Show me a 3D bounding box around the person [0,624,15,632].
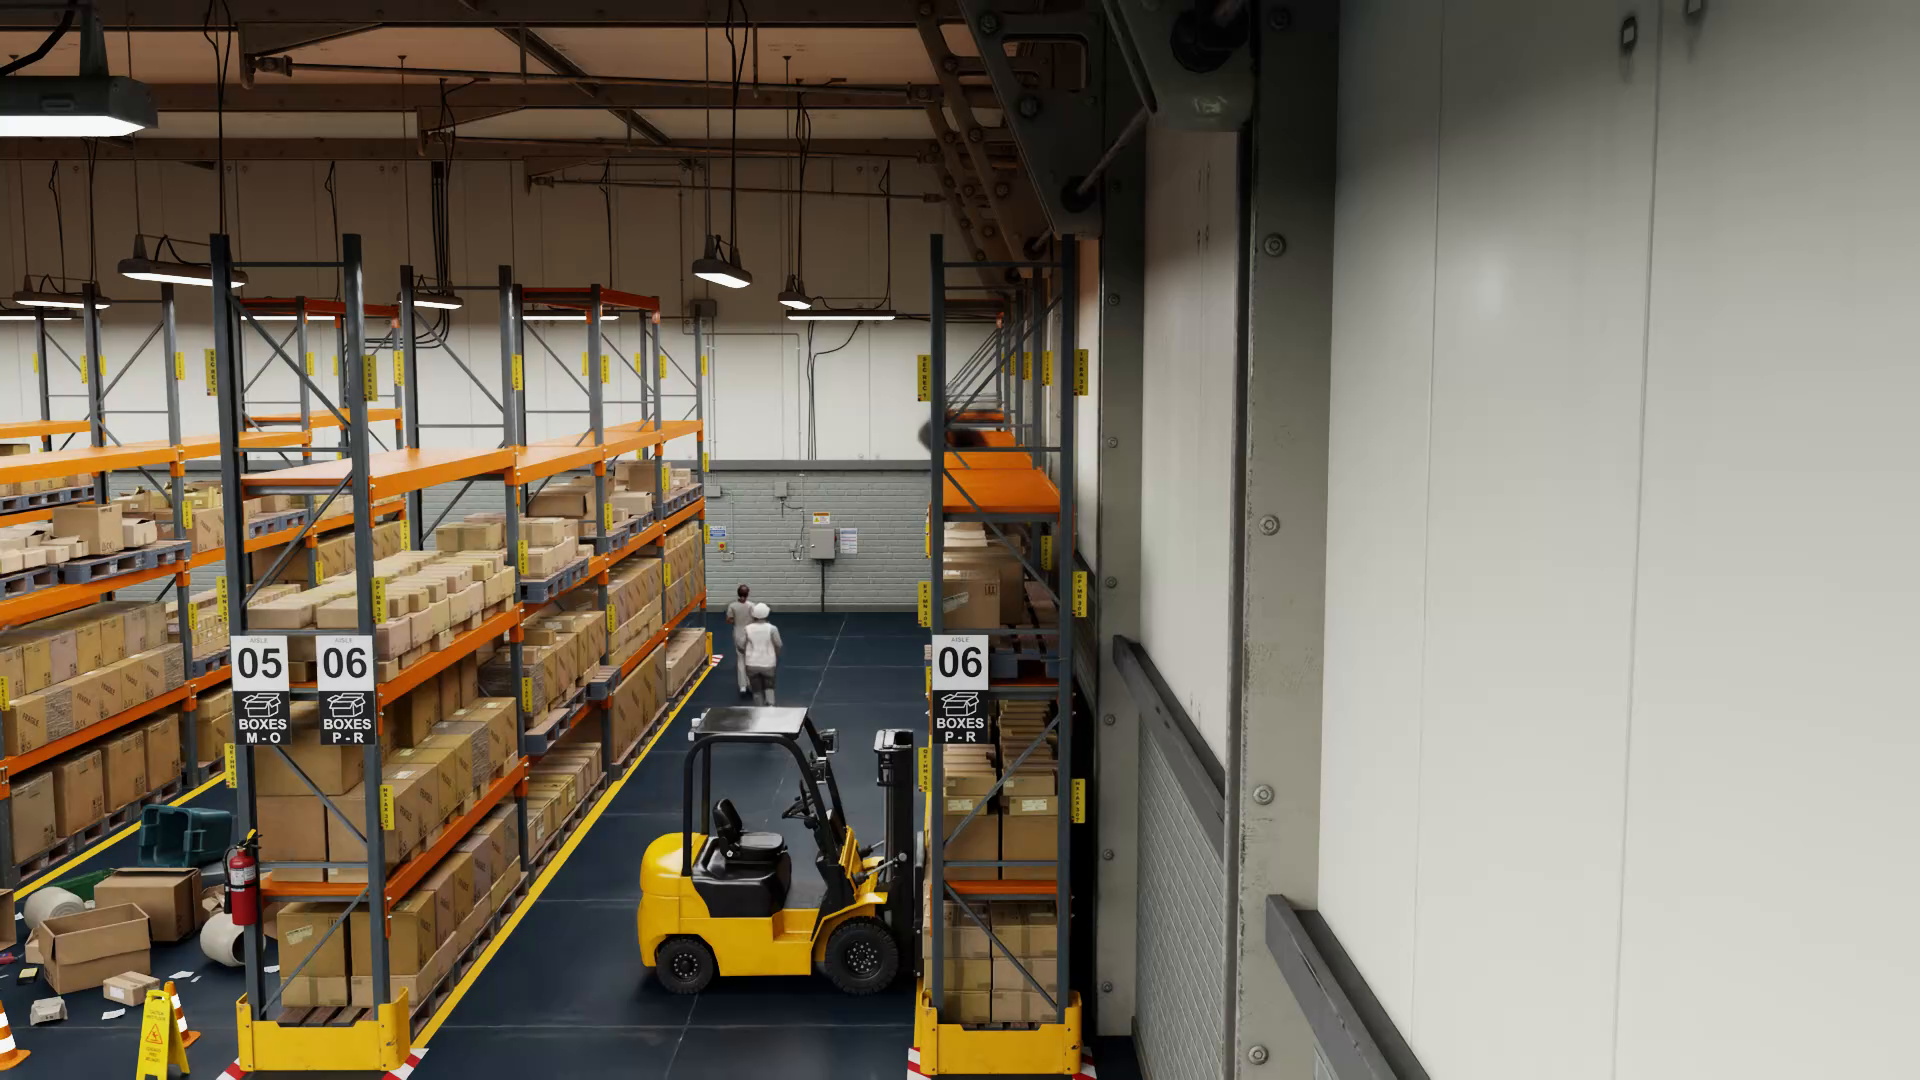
[{"bbox_3d":[-12.907,1.907,22.564,0.545,1.554,0.544,-1,6,-8],"label":"person"}]

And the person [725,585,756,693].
[{"bbox_3d":[-3.306,1.539,25.468,0.559,1.720,0.738,-1,6,-7],"label":"person"}]

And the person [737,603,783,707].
[{"bbox_3d":[-2.785,1.745,23.248,0.653,1.744,0.615,0,6,-3],"label":"person"}]
